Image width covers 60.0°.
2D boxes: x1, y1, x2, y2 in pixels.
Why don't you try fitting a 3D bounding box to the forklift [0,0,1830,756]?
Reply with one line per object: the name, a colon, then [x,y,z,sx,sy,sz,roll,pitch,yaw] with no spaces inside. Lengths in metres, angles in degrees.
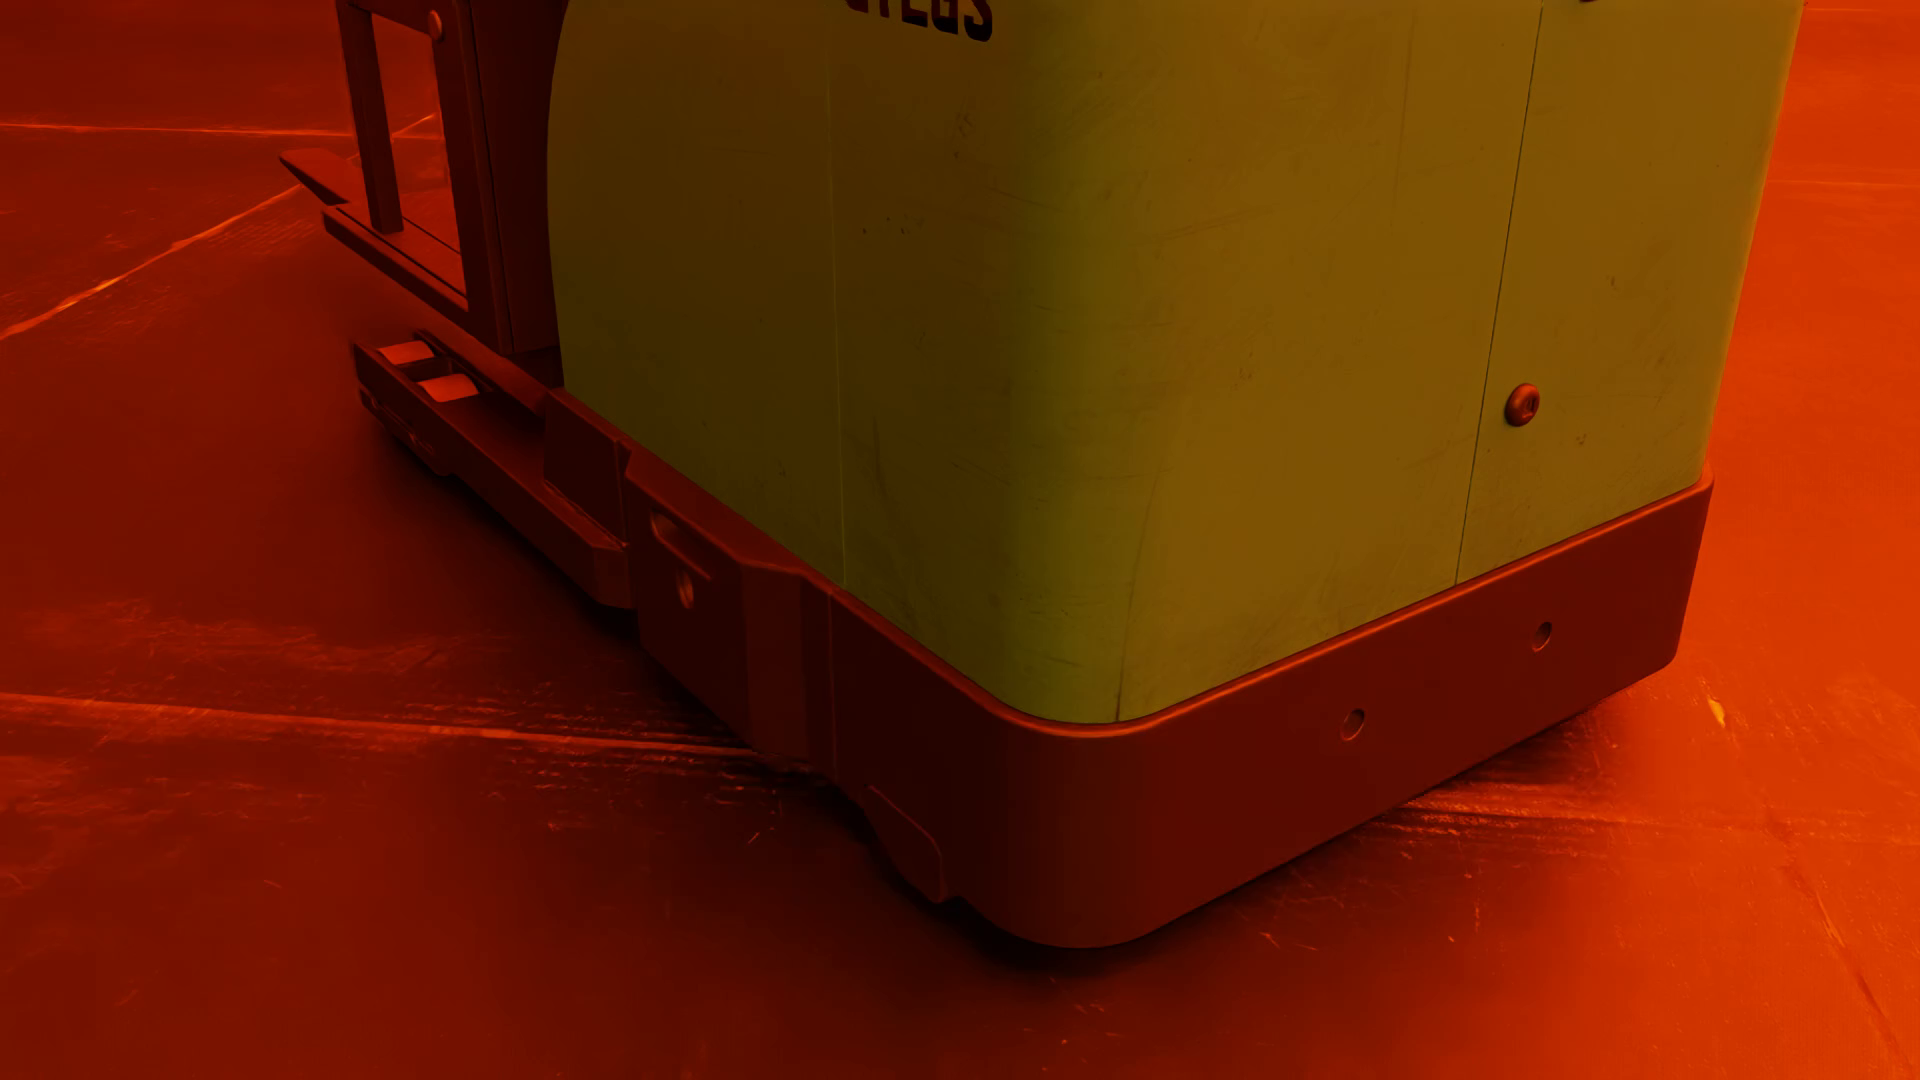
forklift: [-0.616,-1.309,1.840,3.031,2.935,1.130,2,27,4]
